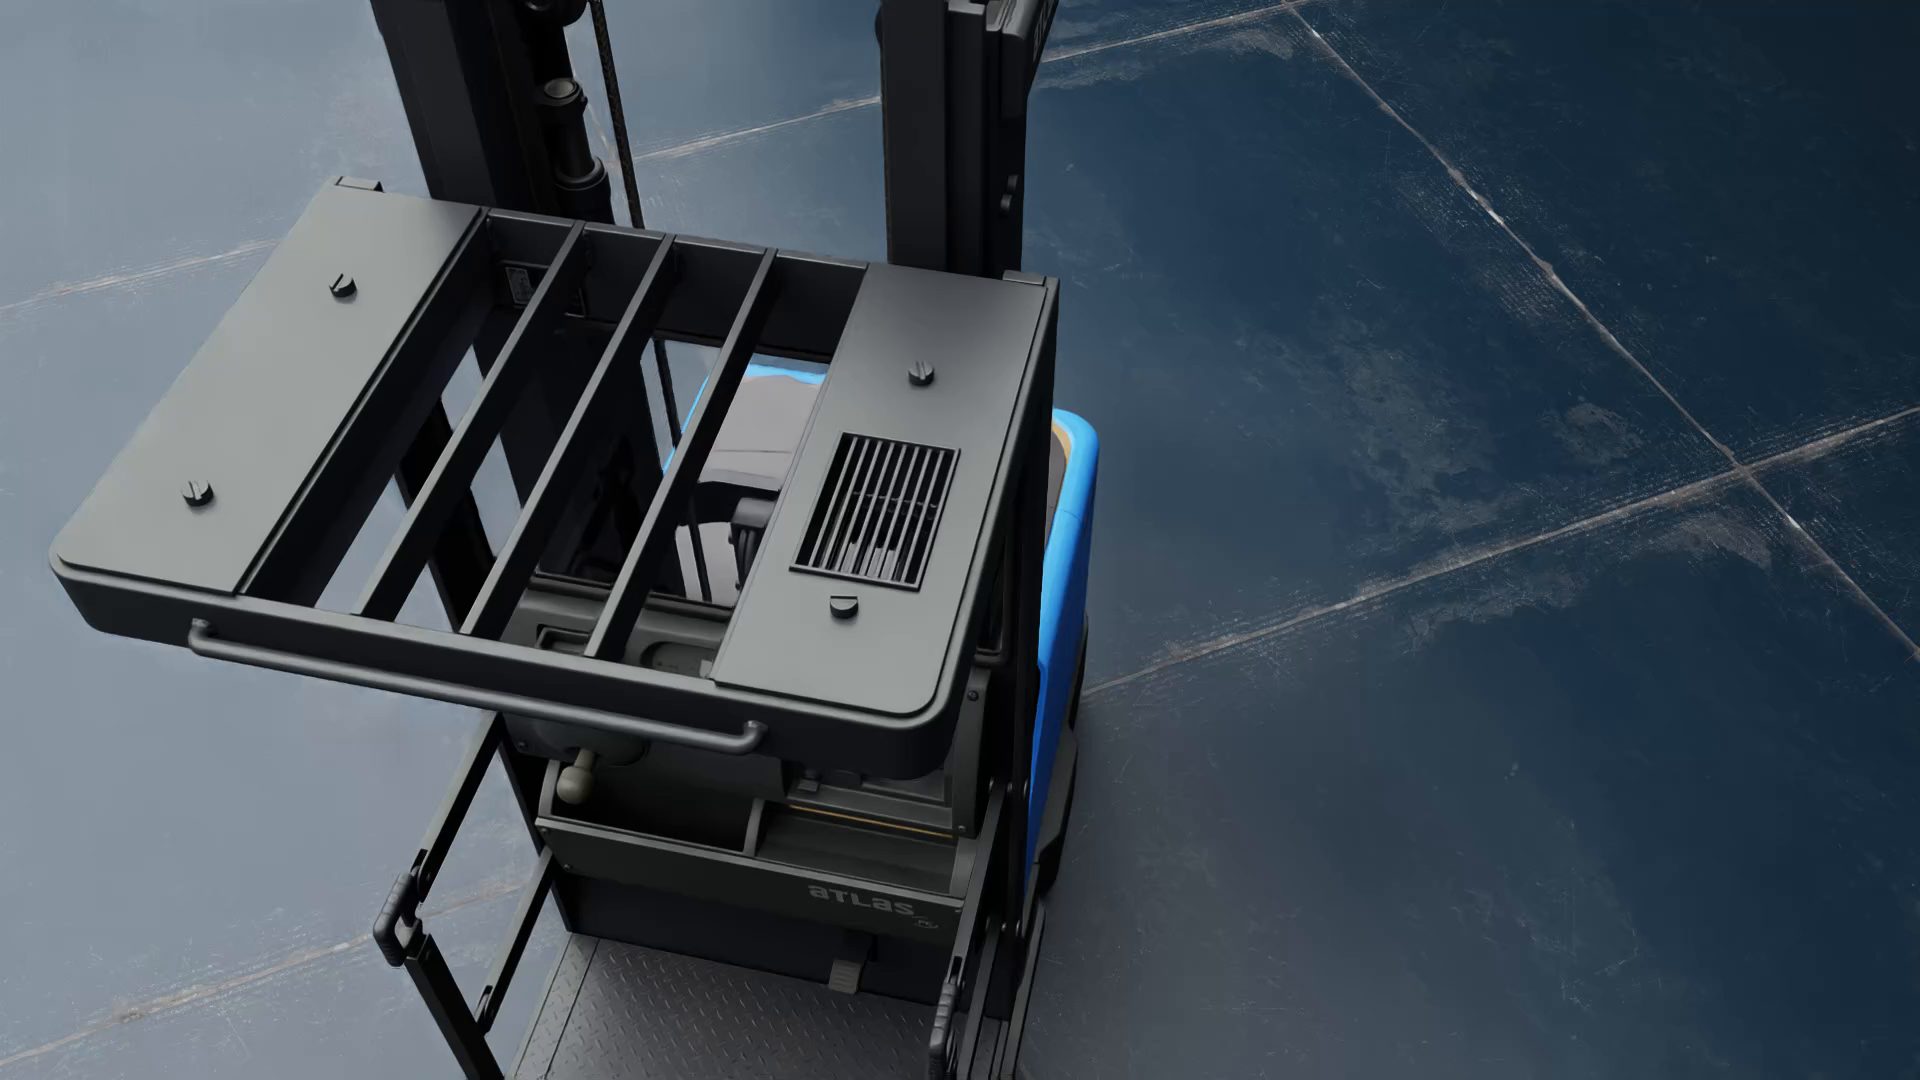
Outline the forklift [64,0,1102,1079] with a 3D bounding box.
[{"bbox_3d":[-0.449,0.424,2.954,1.130,2.935,3.031,9,50,8],"label":"forklift"}]
